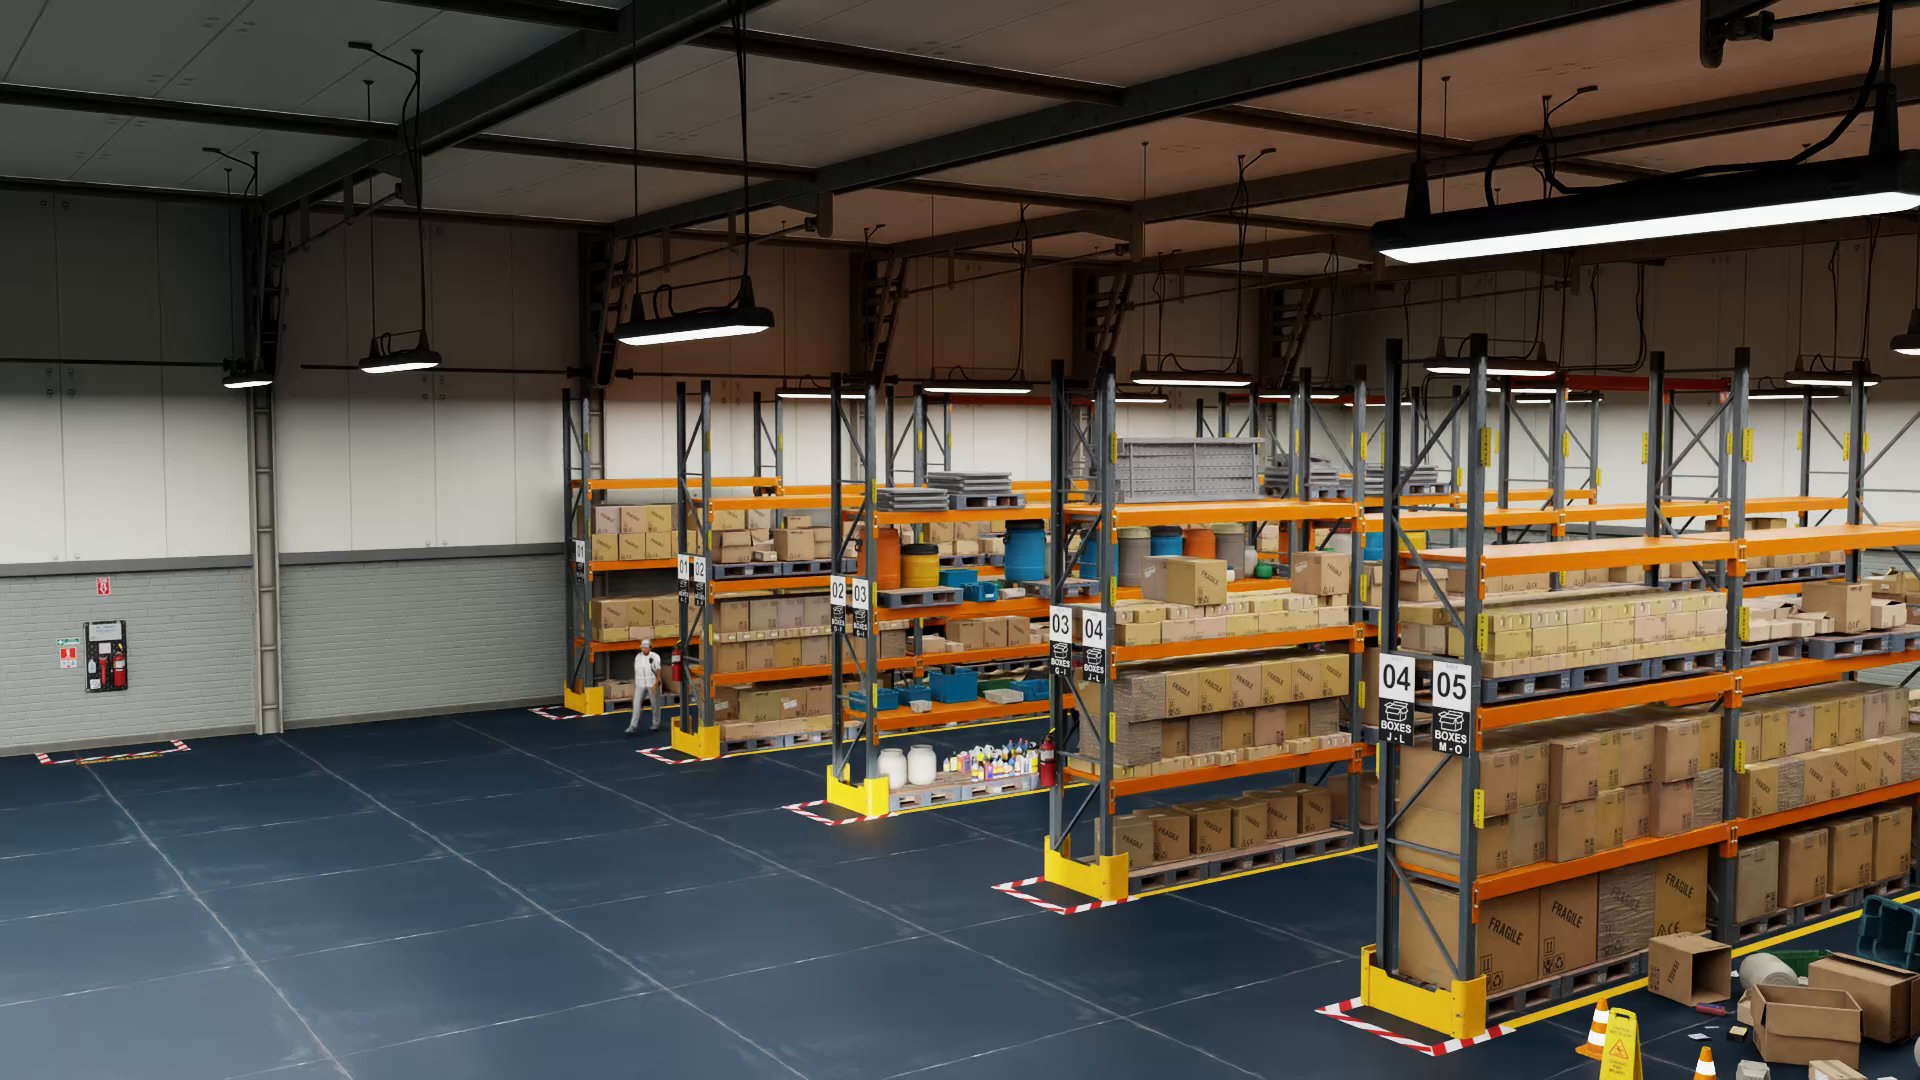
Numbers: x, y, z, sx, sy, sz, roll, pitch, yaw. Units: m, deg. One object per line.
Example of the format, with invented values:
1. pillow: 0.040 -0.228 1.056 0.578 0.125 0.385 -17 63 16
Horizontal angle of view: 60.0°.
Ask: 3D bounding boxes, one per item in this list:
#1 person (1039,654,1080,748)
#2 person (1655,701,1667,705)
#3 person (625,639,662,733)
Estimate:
1. person: 1.722 2.636 27.048 0.903 1.541 0.432 -2 4 -23
2. person: 9.265 2.894 22.312 1.034 1.611 0.583 -2 4 -32
3. person: -5.405 2.504 28.537 0.535 1.604 0.998 0 4 1
